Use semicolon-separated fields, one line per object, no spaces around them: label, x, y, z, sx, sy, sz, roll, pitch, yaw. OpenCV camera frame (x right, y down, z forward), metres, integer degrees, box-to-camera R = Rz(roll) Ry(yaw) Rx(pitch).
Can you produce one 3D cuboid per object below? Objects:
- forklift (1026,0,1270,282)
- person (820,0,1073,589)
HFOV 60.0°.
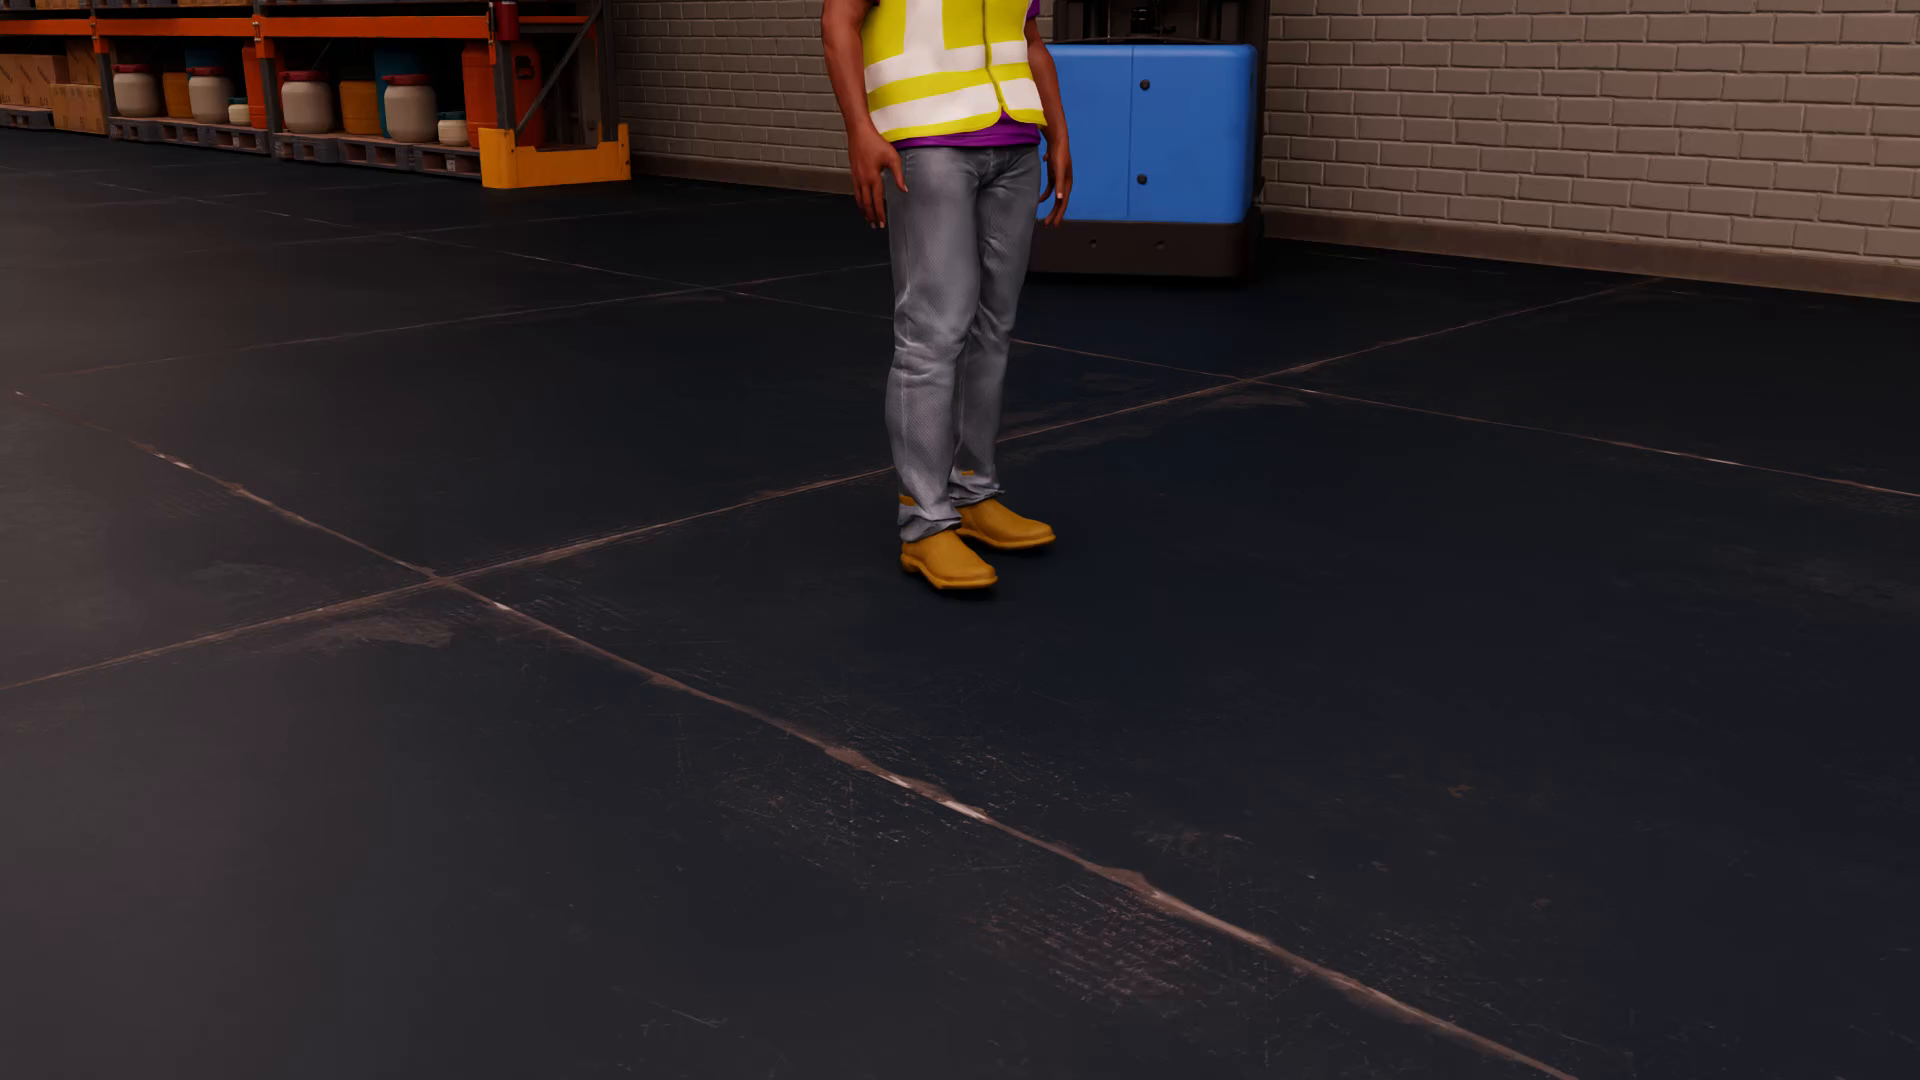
forklift;1.065;-2.974;8.567;1.130;2.935;3.031;4;17;11
person;0.046;-0.835;3.581;0.575;1.768;0.665;16;23;42
